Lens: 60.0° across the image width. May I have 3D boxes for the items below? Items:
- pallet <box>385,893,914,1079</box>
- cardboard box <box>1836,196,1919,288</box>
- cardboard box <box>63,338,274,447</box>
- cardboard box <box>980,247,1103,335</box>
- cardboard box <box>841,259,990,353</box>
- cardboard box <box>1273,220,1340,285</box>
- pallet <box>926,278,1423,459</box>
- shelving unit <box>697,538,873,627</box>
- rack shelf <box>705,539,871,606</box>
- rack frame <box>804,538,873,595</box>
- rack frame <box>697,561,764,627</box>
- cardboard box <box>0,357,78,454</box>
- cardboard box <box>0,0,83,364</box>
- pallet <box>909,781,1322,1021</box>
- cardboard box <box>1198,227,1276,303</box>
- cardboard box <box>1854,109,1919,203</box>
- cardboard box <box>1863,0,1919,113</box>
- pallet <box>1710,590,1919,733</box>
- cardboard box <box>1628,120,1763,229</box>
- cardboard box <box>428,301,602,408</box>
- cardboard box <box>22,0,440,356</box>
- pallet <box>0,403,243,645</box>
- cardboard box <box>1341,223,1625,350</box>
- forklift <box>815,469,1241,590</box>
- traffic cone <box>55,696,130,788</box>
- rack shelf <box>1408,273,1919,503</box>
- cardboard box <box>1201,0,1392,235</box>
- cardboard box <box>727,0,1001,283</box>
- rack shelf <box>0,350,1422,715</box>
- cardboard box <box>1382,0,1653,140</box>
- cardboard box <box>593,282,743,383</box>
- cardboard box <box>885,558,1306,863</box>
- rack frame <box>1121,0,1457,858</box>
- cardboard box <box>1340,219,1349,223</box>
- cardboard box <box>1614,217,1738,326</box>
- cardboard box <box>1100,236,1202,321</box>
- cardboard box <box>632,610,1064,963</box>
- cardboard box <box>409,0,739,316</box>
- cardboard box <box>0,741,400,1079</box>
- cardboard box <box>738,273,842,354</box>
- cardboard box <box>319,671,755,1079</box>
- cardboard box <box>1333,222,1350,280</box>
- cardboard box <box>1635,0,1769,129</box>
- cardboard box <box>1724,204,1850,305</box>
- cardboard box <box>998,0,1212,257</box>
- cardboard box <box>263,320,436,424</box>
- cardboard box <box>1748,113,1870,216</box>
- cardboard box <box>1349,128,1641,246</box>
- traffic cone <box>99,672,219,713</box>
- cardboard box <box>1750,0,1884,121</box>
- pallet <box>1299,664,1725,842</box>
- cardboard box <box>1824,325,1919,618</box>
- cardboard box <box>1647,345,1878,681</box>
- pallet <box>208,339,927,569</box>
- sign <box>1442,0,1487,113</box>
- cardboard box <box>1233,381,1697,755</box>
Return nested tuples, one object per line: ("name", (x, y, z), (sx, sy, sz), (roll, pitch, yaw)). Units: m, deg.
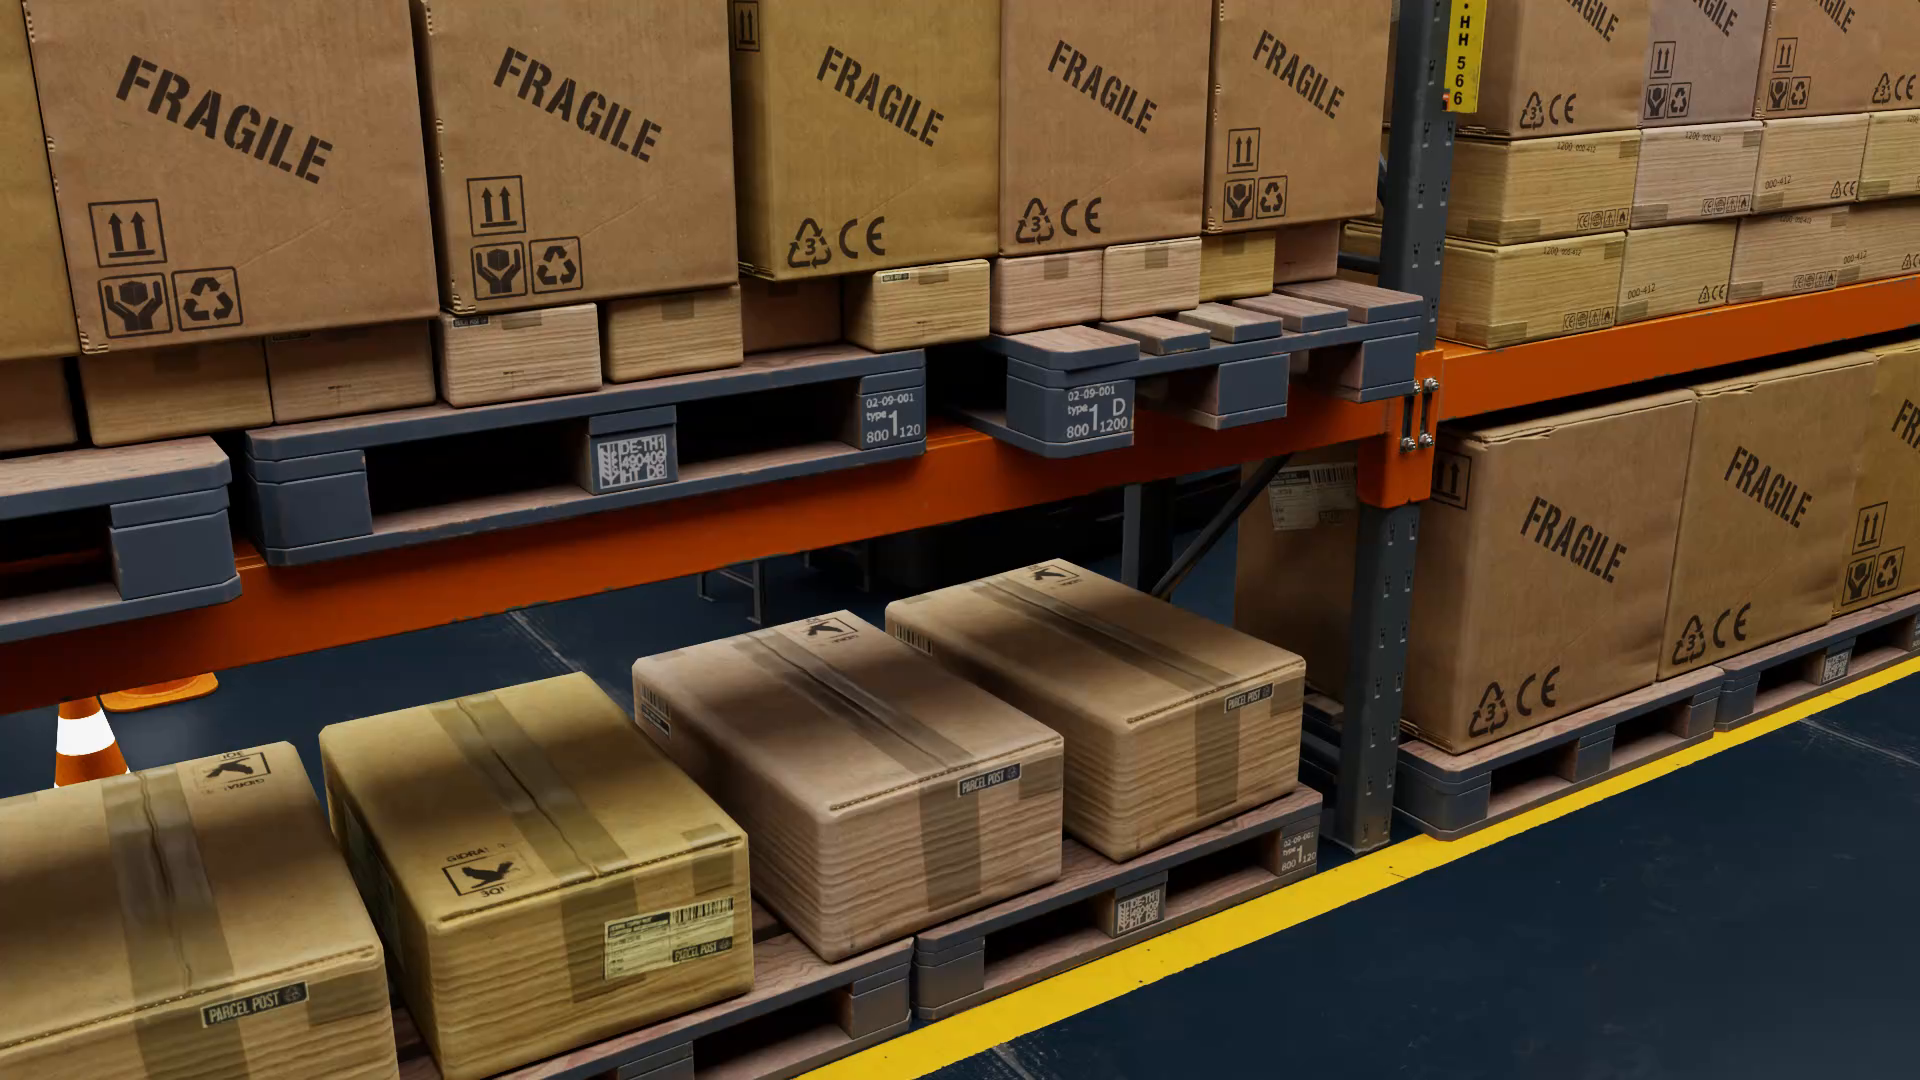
("pallet", (-0.868, 0.931, 3.662), (1.213, 0.211, 1.003), (-12, 22, -31))
("cardboard box", (2.621, -0.963, 5.143), (0.500, 0.250, 0.500), (-12, 22, -31))
("cardboard box", (-1.256, -0.275, 2.612), (0.250, 0.149, 0.380), (-12, 22, -31))
("cardboard box", (0.075, -0.535, 3.381), (0.250, 0.149, 0.380), (-13, 23, -34))
("cardboard box", (-0.148, -0.483, 3.226), (0.250, 0.149, 0.380), (-11, 22, -30))
("cardboard box", (0.659, -0.700, 3.869), (0.250, 0.149, 0.380), (-11, 22, -29))
("pallet", (0.267, -0.496, 3.828), (1.003, 0.211, 1.213), (-12, 22, -31))
("shelving unit", (-0.644, -0.789, 5.801), (0.503, 2.100, 0.431), (-16, 24, -39))
("rack shelf", (-0.644, -0.113, 6.030), (0.480, 0.518, 0.431), (-16, 24, -39))
("rack frame", (-0.462, -0.841, 5.955), (0.015, 2.100, 0.400), (-16, 24, -39))
("rack frame", (-0.826, -0.737, 5.647), (0.015, 2.100, 0.400), (-16, 24, -39))
("cardboard box", (-1.494, -0.241, 2.511), (0.250, 0.149, 0.380), (-10, 21, -28))
("cardboard box", (-1.570, -0.518, 2.317), (0.500, 0.500, 0.500), (-12, 22, -31))
("pallet", (0.150, 0.717, 4.294), (1.213, 0.211, 1.003), (-12, 22, -31))
("cardboard box", (0.475, -0.634, 3.672), (0.250, 0.149, 0.380), (-12, 22, -31))
("cardboard box", (2.649, -1.191, 5.038), (0.500, 0.250, 0.500), (-11, 22, -30))
("cardboard box", (2.623, -1.548, 4.924), (0.500, 0.500, 0.500), (-12, 22, -31))
("pallet", (2.521, 0.248, 5.683), (1.213, 0.211, 1.003), (-12, 22, -31))
("cardboard box", (1.795, -1.021, 4.534), (0.500, 0.250, 0.500), (-11, 22, -30))
("cardboard box", (-0.798, -0.351, 2.837), (0.250, 0.149, 0.380), (-11, 22, -29))
("cardboard box", (-1.150, -0.601, 2.564), (0.500, 0.500, 0.500), (-12, 22, -32))
("pallet", (-1.819, -0.041, 2.483), (1.213, 0.211, 1.003), (-12, 22, -31))
("cardboard box", (1.351, -0.689, 4.333), (0.500, 0.250, 0.500), (-12, 22, -32))
("forklift", (0.651, -1.575, 6.826), (3.031, 2.935, 1.130), (-16, 24, -39))
("traffic cone", (-2.272, 0.572, 4.329), (0.334, 0.463, 0.336), (-12, 22, -31))
("rack shelf", (2.474, -0.753, 5.410), (4.000, 0.370, 1.077), (-12, 22, -31))
("cardboard box", (0.577, -0.974, 3.665), (0.500, 0.500, 0.500), (-13, 22, -33))
("cardboard box", (-0.270, -0.791, 3.123), (0.500, 0.500, 0.500), (-14, 23, -35))
("rack shelf", (-0.867, -0.048, 3.326), (4.000, 0.370, 1.077), (-12, 22, -31))
("cardboard box", (1.350, -1.284, 4.140), (0.500, 0.500, 0.500), (-13, 22, -33))
("cardboard box", (-0.591, -0.406, 2.999), (0.250, 0.149, 0.380), (-13, 22, -33))
("cardboard box", (0.326, 0.402, 4.320), (0.625, 0.372, 0.950), (-14, 23, -35))
("rack frame", (0.803, -0.741, 4.253), (0.127, 3.000, 1.000), (-12, 22, -31))
("cardboard box", (1.068, -1.060, 4.650), (0.500, 0.250, 0.500), (-12, 22, -32))
("cardboard box", (1.770, -0.784, 4.615), (0.500, 0.250, 0.500), (-13, 22, -33))
("cardboard box", (0.289, -0.577, 3.506), (0.250, 0.149, 0.380), (-12, 22, -32))
("cardboard box", (-0.286, 0.534, 3.929), (0.625, 0.372, 0.950), (-12, 22, -32))
("cardboard box", (-0.726, -0.695, 2.840), (0.500, 0.500, 0.500), (-13, 23, -34))
("cardboard box", (-1.502, 0.789, 3.175), (0.625, 0.372, 0.950), (-10, 21, -28))
("cardboard box", (-0.427, -0.472, 3.195), (0.250, 0.149, 0.380), (-12, 22, -31))
("cardboard box", (-0.922, 0.666, 3.539), (0.625, 0.372, 0.950), (-11, 22, -30))
("cardboard box", (1.083, -0.829, 4.746), (0.500, 0.250, 0.500), (-13, 23, -33))
("cardboard box", (1.759, -1.373, 4.407), (0.500, 0.500, 0.500), (-12, 22, -31))
("cardboard box", (2.211, -0.875, 4.883), (0.500, 0.250, 0.500), (-11, 22, -30))
("cardboard box", (0.151, -0.880, 3.387), (0.500, 0.500, 0.500), (-12, 22, -32))
("cardboard box", (-1.049, -0.318, 2.740), (0.250, 0.149, 0.380), (-12, 22, -31))
("cardboard box", (2.218, -1.105, 4.784), (0.500, 0.250, 0.500), (-12, 22, -32))
("cardboard box", (1.362, -0.930, 4.266), (0.500, 0.250, 0.500), (-12, 22, -32))
("traffic cone", (-2.579, 0.254, 5.271), (0.334, 0.463, 0.336), (-12, 22, -31))
("cardboard box", (2.199, -1.460, 4.664), (0.500, 0.500, 0.500), (-11, 22, -30))
("pallet", (1.503, 0.461, 5.051), (1.213, 0.211, 1.003), (-12, 22, -31))
("cardboard box", (2.920, -0.346, 5.747), (0.875, 0.875, 0.875), (-11, 22, -30))
("cardboard box", (2.173, -0.189, 5.282), (0.875, 0.875, 0.875), (-12, 22, -31))
("pallet", (-0.827, -0.291, 3.220), (1.213, 0.211, 1.003), (-12, 22, -31))
("sign", (1.110, -1.109, 3.656), (0.005, 0.325, 0.100), (-12, 22, -31))
("cardboard box", (1.426, -0.033, 4.820), (0.875, 0.875, 0.875), (-12, 22, -32))
